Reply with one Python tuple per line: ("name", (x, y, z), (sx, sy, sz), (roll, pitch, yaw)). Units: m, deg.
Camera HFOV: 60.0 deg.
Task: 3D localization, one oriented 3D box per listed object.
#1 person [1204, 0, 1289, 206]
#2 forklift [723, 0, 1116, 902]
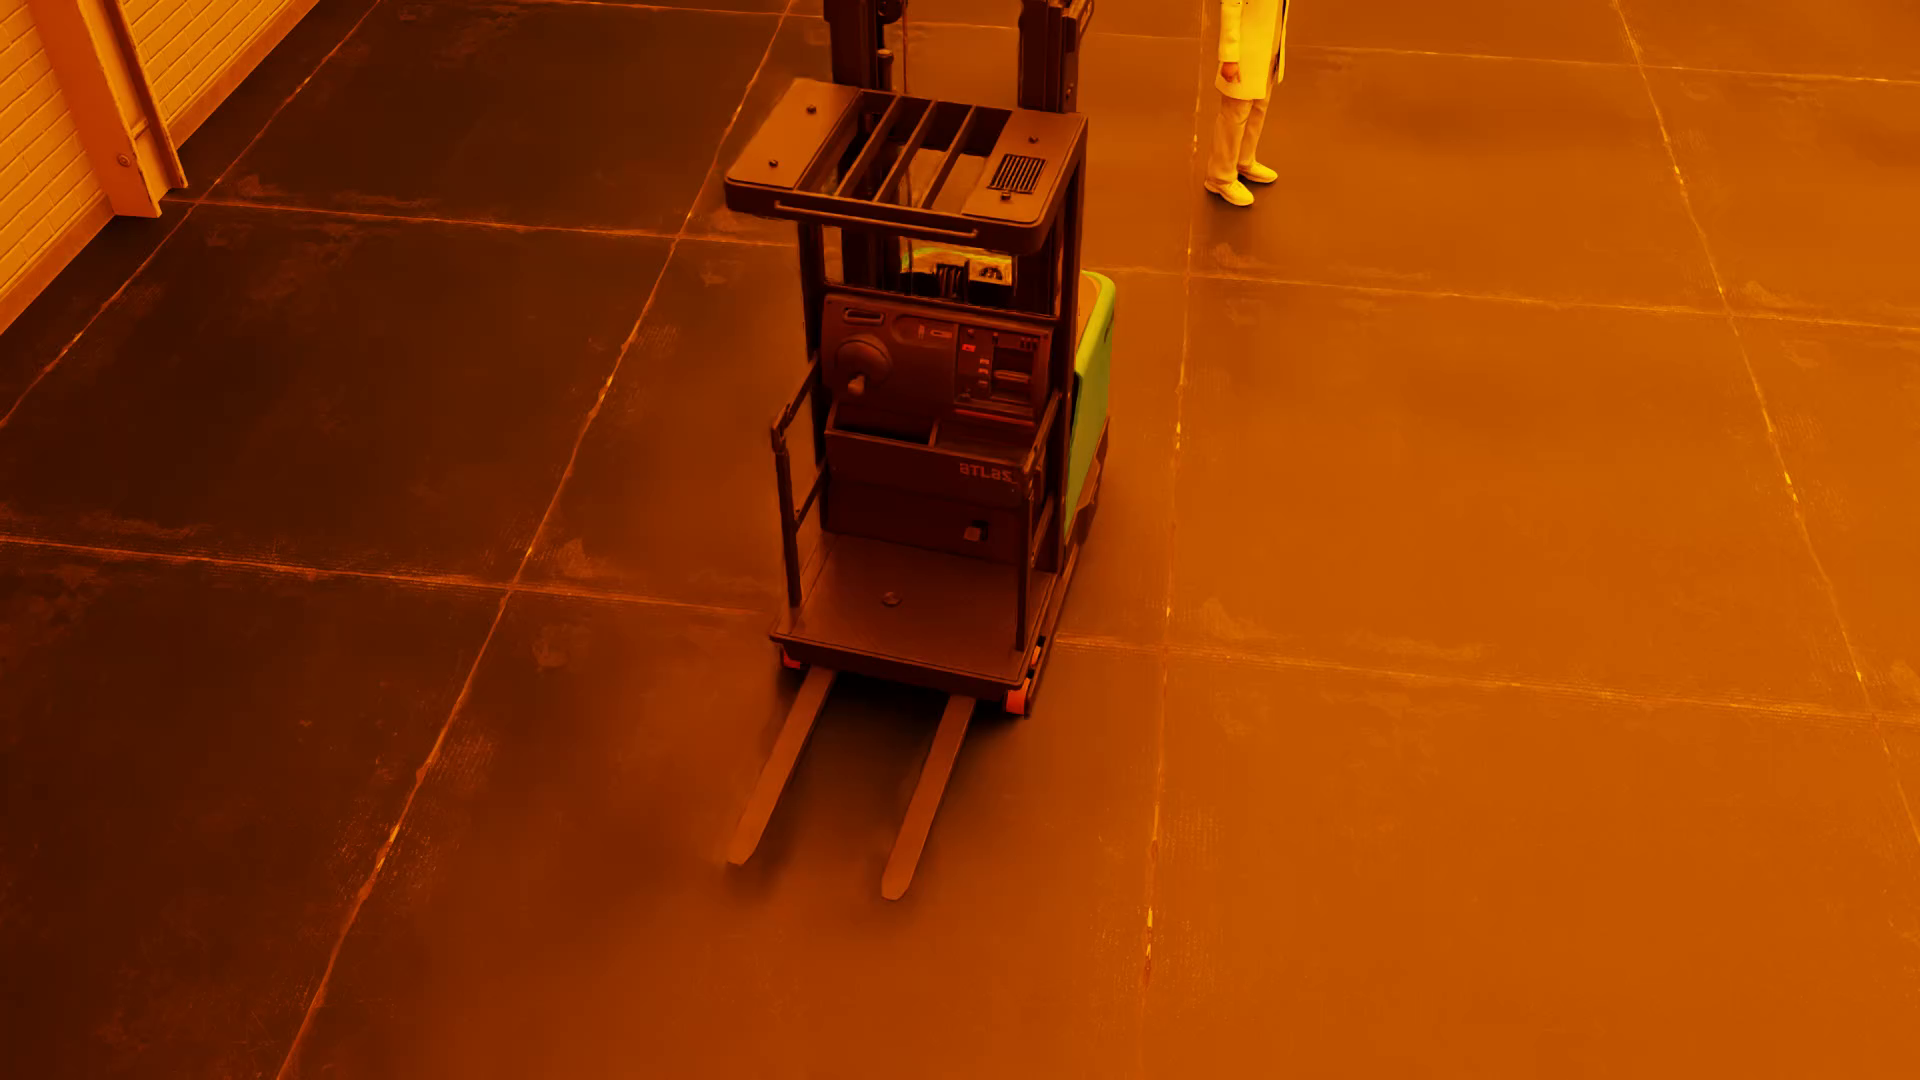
("person", (1.733, -2.858, 9.685), (0.393, 1.783, 0.593), (27, 49, 26))
("forklift", (-0.153, -0.633, 6.414), (1.130, 2.935, 3.031), (10, 44, 11))
